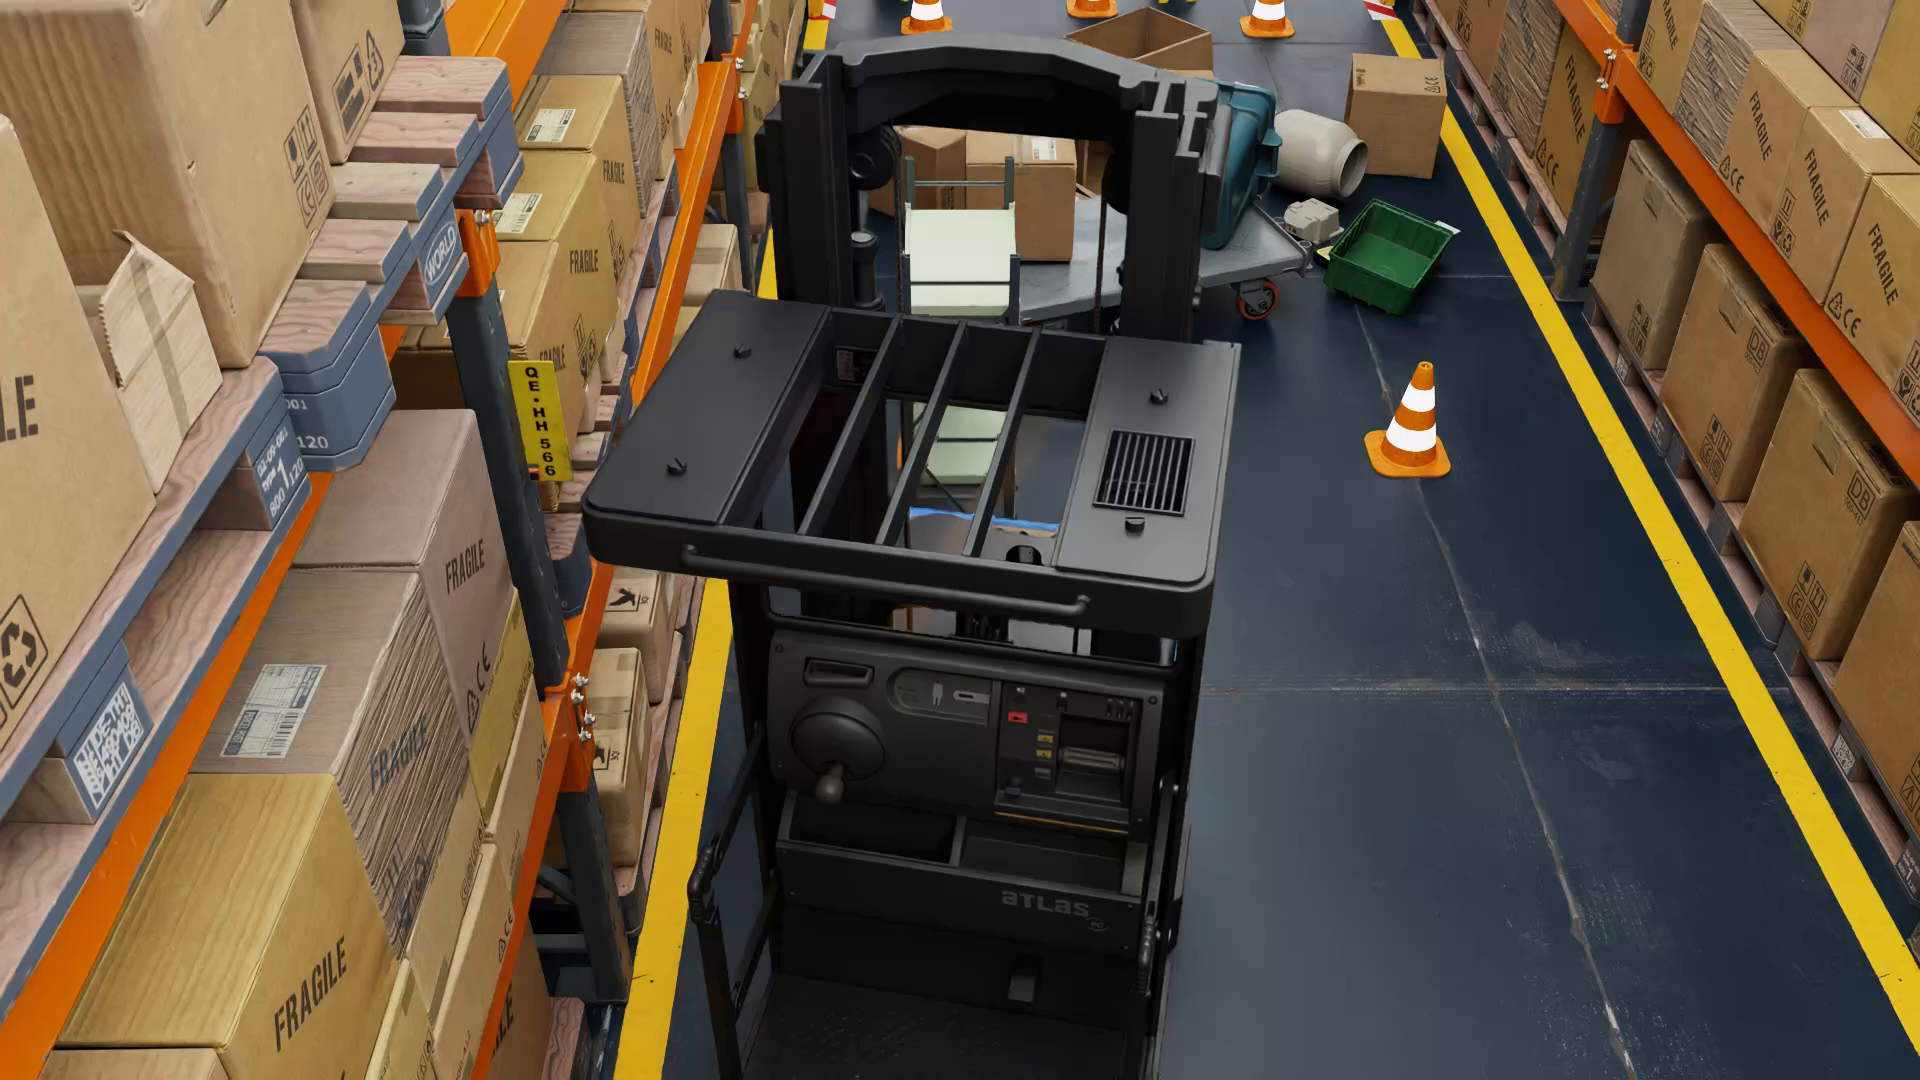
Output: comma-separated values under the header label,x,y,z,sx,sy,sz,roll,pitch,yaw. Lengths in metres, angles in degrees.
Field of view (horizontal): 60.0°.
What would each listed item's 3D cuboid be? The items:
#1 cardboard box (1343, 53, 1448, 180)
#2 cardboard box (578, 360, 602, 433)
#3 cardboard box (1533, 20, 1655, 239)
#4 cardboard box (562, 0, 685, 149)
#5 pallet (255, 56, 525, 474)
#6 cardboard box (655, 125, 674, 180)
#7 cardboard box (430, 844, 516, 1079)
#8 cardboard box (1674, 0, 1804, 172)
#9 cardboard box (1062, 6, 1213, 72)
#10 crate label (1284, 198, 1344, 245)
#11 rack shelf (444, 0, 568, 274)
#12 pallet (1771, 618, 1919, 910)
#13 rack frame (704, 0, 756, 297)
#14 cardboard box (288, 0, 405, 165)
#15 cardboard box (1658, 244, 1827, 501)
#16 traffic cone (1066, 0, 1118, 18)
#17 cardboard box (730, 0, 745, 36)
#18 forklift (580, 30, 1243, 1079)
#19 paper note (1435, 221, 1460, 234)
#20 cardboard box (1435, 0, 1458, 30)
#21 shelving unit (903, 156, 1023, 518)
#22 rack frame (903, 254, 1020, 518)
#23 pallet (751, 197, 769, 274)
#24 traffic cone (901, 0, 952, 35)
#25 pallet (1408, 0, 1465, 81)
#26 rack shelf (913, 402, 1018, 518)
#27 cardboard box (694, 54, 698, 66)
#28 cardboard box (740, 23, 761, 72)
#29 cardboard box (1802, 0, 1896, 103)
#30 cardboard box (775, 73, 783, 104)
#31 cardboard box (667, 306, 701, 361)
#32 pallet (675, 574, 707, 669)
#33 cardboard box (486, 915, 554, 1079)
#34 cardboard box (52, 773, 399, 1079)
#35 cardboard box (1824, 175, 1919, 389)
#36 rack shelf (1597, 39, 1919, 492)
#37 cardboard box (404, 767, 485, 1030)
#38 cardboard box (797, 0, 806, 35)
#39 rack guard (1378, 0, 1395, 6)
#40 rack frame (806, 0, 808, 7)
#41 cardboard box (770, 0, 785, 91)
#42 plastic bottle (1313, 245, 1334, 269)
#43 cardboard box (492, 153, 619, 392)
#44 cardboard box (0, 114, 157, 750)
label,x,y,z,sx,sy,sz,roll,pitch,yaw
cardboard box,2.417,-2.375,9.312,0.500,0.500,0.500,6,39,8
cardboard box,-1.236,-0.428,4.751,0.380,0.149,0.250,-2,39,-3
cardboard box,3.514,-2.107,8.344,0.875,0.875,0.875,1,39,1
cardboard box,-1.279,-1.710,5.832,0.500,0.500,0.500,1,39,1
pallet,-1.447,-0.505,2.734,1.213,0.211,1.003,2,39,2
cardboard box,-1.242,-1.419,5.987,0.380,0.149,0.250,0,39,0
cardboard box,-1.224,0.883,3.370,0.500,0.250,0.500,1,39,1
cardboard box,3.178,-1.774,6.484,0.500,0.500,0.500,0,39,0
cardboard box,1.024,-2.743,9.771,0.797,0.503,0.637,-28,46,-30
crate label,1.842,-1.679,8.736,0.298,0.136,0.250,-28,46,-30
rack shelf,-1.503,-1.952,4.963,1.077,0.370,4.000,0,39,0
pallet,3.524,0.717,5.686,1.003,0.211,1.213,0,39,0
rack frame,-1.505,-2.313,7.237,1.000,3.000,0.127,0,39,0
cardboard box,-1.349,-0.950,2.720,0.797,0.503,0.637,-2,39,-3
cardboard box,3.533,-0.674,6.655,1.050,0.750,0.750,0,39,0
traffic cone,0.890,-3.769,11.084,0.336,0.463,0.334,0,39,0
cardboard box,-1.185,-2.412,7.562,0.380,0.149,0.250,0,39,0
forklift,-0.038,0.538,3.735,1.130,2.935,3.031,7,39,9
paper note,2.539,-1.641,8.772,0.147,0.020,0.142,-28,46,-30
cardboard box,3.507,-3.791,10.446,0.875,0.875,0.875,0,39,0
shelving unit,0.000,-0.589,6.286,0.431,1.500,0.755,0,39,0
rack frame,0.000,-0.361,6.001,0.400,1.500,0.023,0,39,0
pallet,-1.541,-1.644,8.633,1.003,0.211,1.213,0,39,0
traffic cone,-0.219,-3.556,10.817,0.336,0.463,0.334,0,39,0
pallet,3.519,-3.293,10.690,1.003,0.211,1.213,0,39,0
rack shelf,0.000,-0.335,6.490,0.431,0.370,0.720,0,39,0
cardboard box,-1.246,-1.892,6.577,0.380,0.149,0.250,-1,39,-1
cardboard box,-1.176,-2.397,8.086,0.380,0.149,0.250,0,39,1
cardboard box,3.454,-1.860,5.793,0.700,0.500,0.500,0,39,0
cardboard box,-1.251,-2.438,9.257,0.500,0.250,0.500,-1,39,-1
cardboard box,-1.498,-0.673,6.957,0.950,0.372,0.625,2,39,3
pallet,-1.498,0.027,6.547,1.003,0.211,1.213,0,39,0
cardboard box,-1.583,1.286,4.110,0.875,0.875,0.875,0,39,0
cardboard box,-1.235,0.714,2.581,0.500,0.500,0.500,0,39,0
cardboard box,3.181,-0.823,5.298,0.500,0.500,0.500,-1,39,-1
rack shelf,3.447,-0.848,5.985,1.077,0.370,4.000,0,39,0
cardboard box,-1.241,0.676,3.228,0.500,0.250,0.500,-1,39,-1
cardboard box,-1.240,-3.385,10.438,0.500,0.250,0.500,0,39,0
rack guard,3.440,-3.920,11.242,1.175,0.500,0.348,0,39,0
rack frame,-1.510,-4.814,10.358,1.000,3.000,0.127,0,39,0
cardboard box,-1.247,-2.724,9.014,0.500,0.500,0.500,2,39,2
plastic bottle,1.935,-1.404,8.453,0.133,0.061,0.283,-20,43,-23
cardboard box,-1.277,-0.738,4.618,0.500,0.500,0.500,2,39,2
cardboard box,-1.208,-0.083,1.640,0.500,0.500,0.500,0,39,0
